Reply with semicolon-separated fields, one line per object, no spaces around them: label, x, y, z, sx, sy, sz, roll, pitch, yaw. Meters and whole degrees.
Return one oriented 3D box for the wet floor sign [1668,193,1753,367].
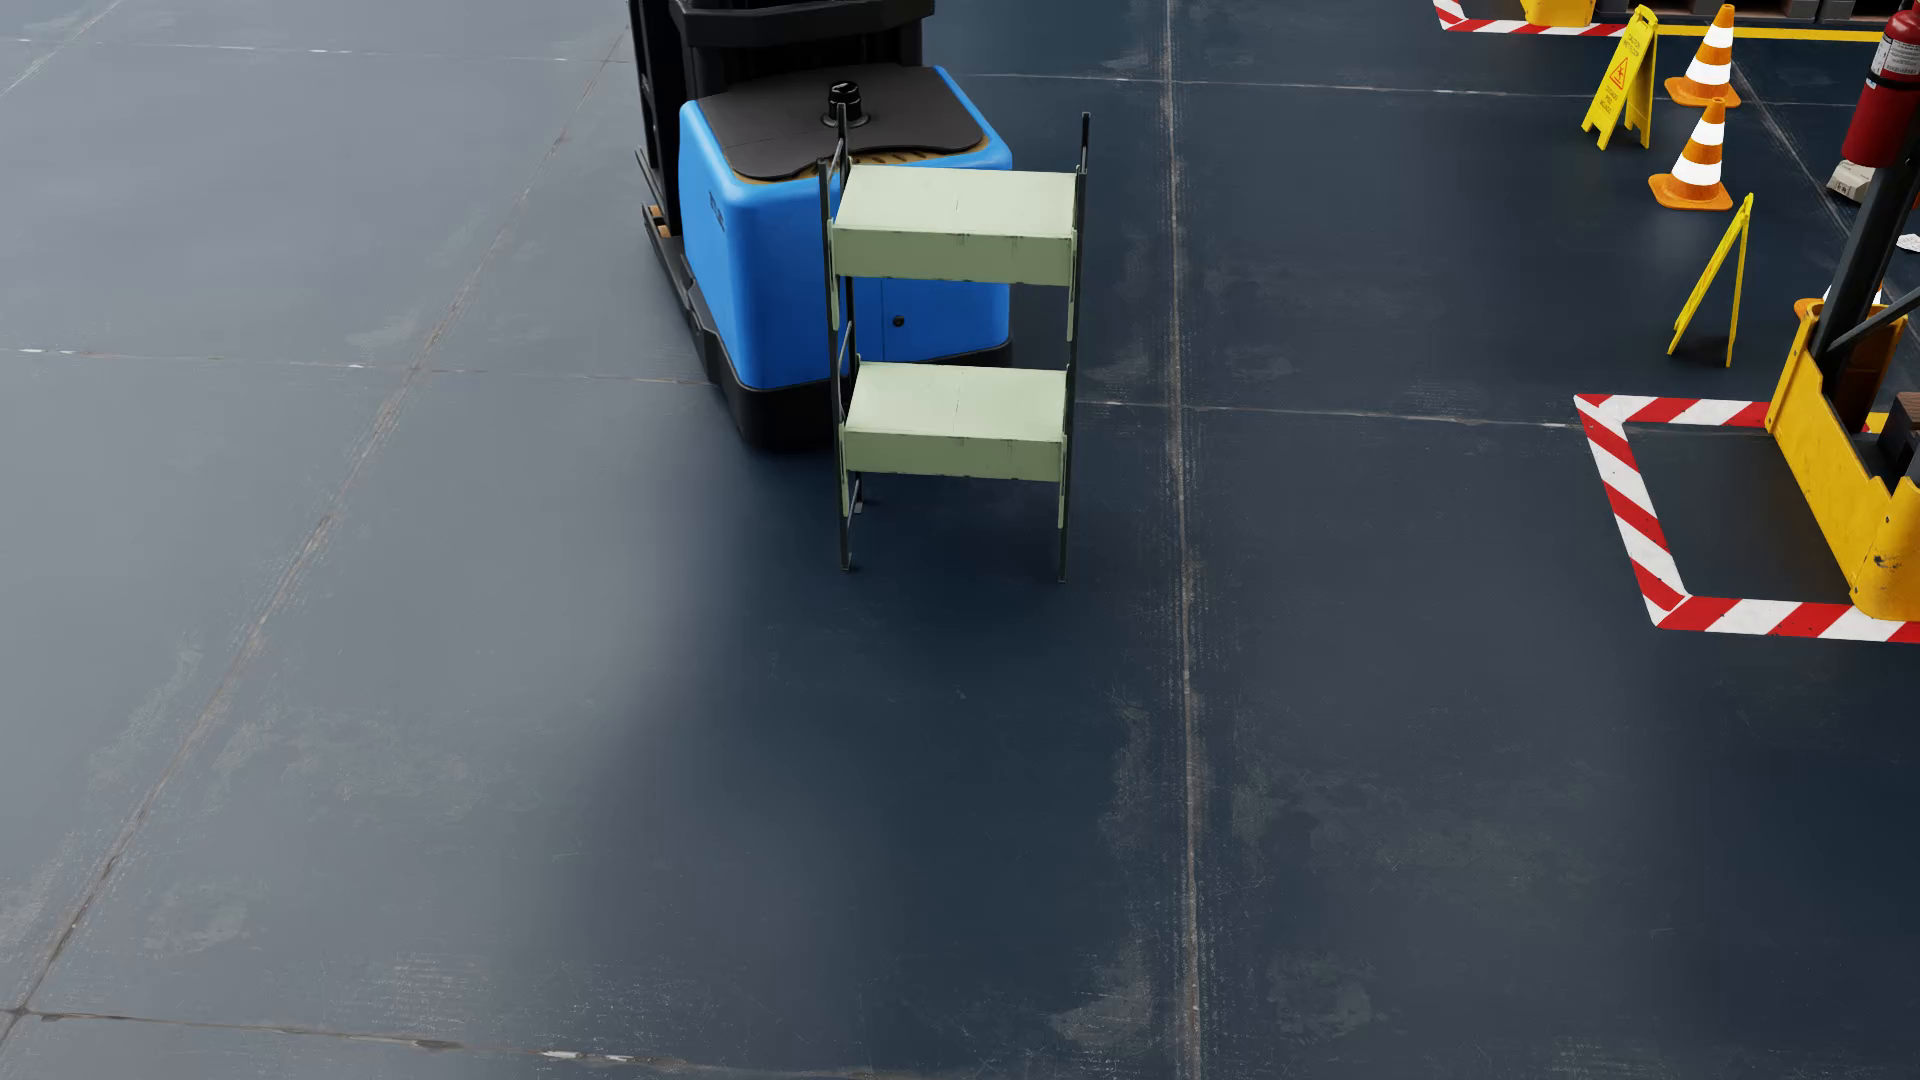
wet floor sign;2.997;-1.038;6.514;0.232;0.644;0.267;16;42;19

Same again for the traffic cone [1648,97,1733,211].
traffic cone;3.390;-1.789;7.581;0.334;0.463;0.336;3;39;4

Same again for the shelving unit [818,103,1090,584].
shelving unit;-0.007;-0.582;5.277;0.755;1.500;0.431;3;39;4

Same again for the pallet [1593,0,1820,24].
pallet;4.223;-3.311;9.650;1.213;0.211;1.003;3;39;4

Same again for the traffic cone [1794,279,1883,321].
traffic cone;3.633;-1.072;6.701;0.334;0.463;0.336;3;39;4

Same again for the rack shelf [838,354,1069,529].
rack shelf;-0.007;-0.329;5.483;0.720;0.370;0.431;3;39;4

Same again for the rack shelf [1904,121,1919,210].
rack shelf;5.086;-0.880;5.025;4.000;0.370;1.077;3;39;4

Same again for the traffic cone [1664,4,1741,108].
traffic cone;3.827;-2.481;8.431;0.334;0.463;0.336;3;39;4

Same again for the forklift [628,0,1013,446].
forklift;-0.763;-2.415;6.395;1.130;2.935;3.031;-12;41;-15

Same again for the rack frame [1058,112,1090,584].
rack frame;0.358;-0.562;5.252;0.023;1.500;0.400;3;39;4

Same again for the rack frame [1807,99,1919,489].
rack frame;3.094;-1.268;4.932;0.127;3.000;1.000;3;39;4

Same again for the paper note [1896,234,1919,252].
paper note;4.207;-1.317;7.344;0.142;0.019;0.148;-10;40;-12

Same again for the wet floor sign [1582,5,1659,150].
wet floor sign;3.220;-2.230;7.978;0.232;0.644;0.267;-3;39;-4

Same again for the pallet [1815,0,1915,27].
pallet;5.436;-3.243;9.567;1.213;0.211;1.003;3;39;4

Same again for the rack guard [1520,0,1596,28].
rack guard;3.396;-3.419;9.554;0.348;0.500;1.175;3;39;4

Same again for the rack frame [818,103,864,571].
rack frame;-0.371;-0.602;5.301;0.023;1.500;0.400;3;39;4

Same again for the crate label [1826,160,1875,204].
crate label;4.179;-1.658;7.679;0.298;0.136;0.250;-16;42;-19

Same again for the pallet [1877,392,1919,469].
pallet;3.976;-0.116;5.725;1.213;0.211;1.003;3;39;4

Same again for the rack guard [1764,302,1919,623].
rack guard;3.169;-0.294;5.716;0.348;0.500;1.175;3;39;4

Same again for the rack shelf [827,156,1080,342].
rack shelf;-0.007;-0.885;5.031;0.720;0.370;0.431;3;39;4

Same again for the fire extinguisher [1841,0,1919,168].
fire extinguisher;3.019;-1.534;5.320;0.183;0.674;0.296;3;39;4
